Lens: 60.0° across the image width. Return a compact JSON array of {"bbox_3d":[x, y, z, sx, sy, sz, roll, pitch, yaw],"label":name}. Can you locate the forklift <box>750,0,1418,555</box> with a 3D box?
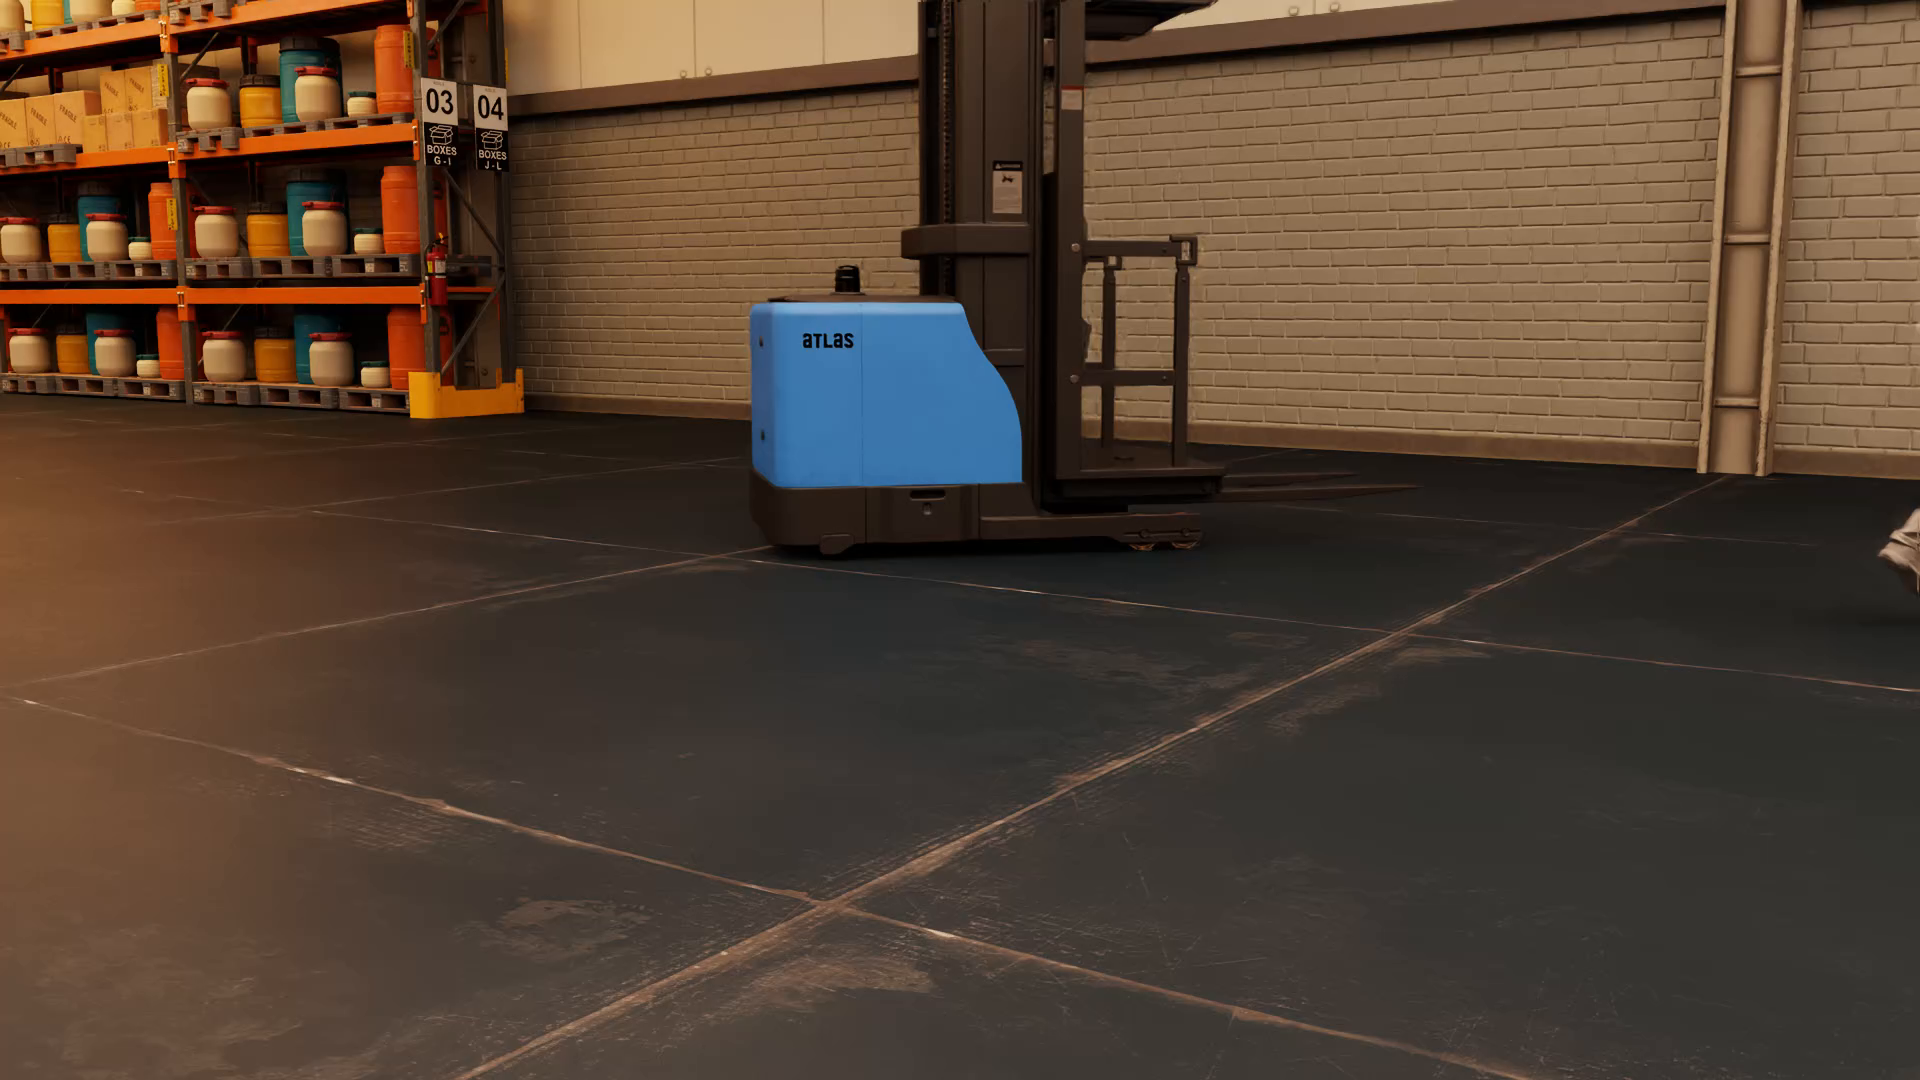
[{"bbox_3d":[0.589,-1.474,7.559,3.031,2.935,1.130,-2,8,-13],"label":"forklift"}]

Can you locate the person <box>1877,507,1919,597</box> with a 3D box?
[{"bbox_3d":[3.340,-0.566,5.391,0.489,1.746,0.771,1,8,7],"label":"person"}]
